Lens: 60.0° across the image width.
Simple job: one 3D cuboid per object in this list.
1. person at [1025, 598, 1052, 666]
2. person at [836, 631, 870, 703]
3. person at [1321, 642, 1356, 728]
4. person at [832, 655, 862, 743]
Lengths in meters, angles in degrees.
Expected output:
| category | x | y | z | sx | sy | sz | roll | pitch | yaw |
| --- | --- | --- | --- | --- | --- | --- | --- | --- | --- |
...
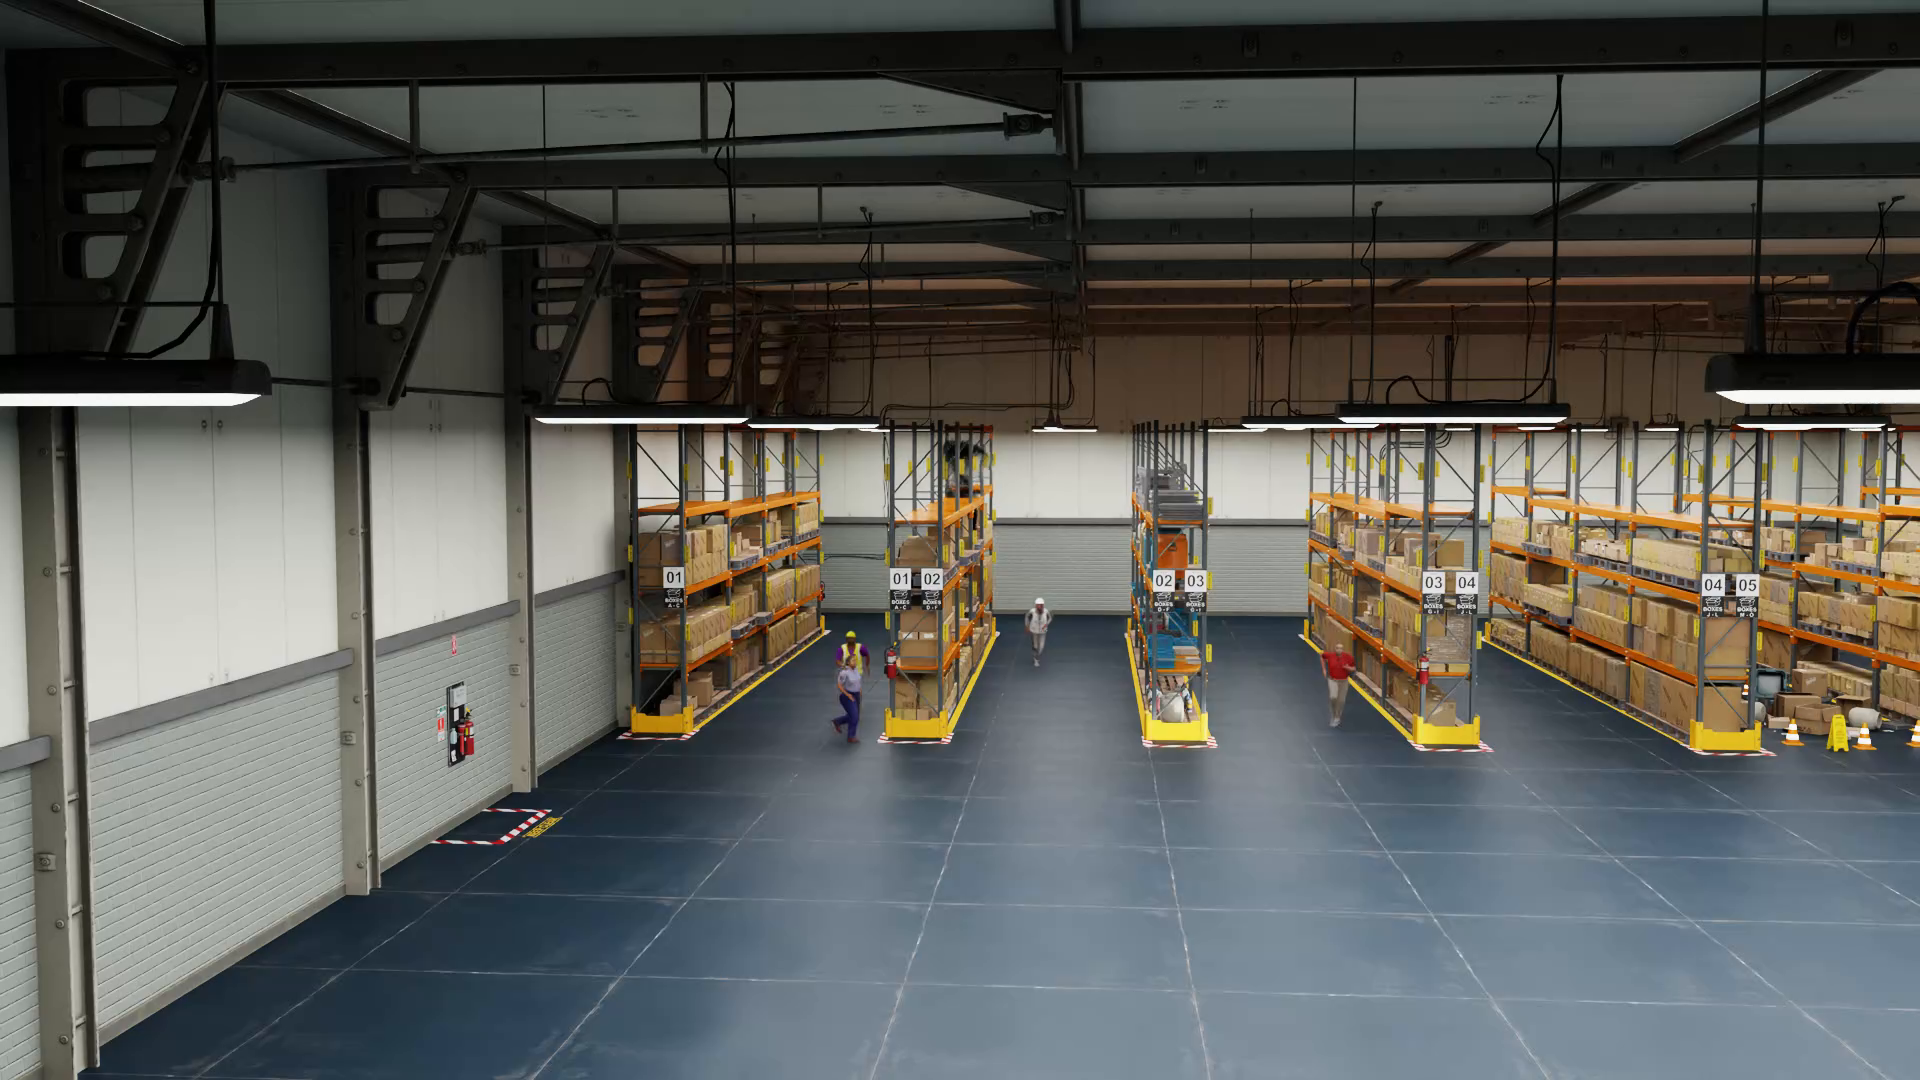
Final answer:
| category | x | y | z | sx | sy | sz | roll | pitch | yaw |
| --- | --- | --- | --- | --- | --- | --- | --- | --- | --- |
| person | 1.942 | 2.280 | 41.257 | 0.650 | 1.706 | 0.738 | -1 | 4 | -8 |
| person | -2.192 | 2.708 | 33.834 | 0.682 | 1.716 | 0.700 | 0 | 4 | 2 |
| person | 7.403 | 2.825 | 32.565 | 0.646 | 1.702 | 0.938 | 0 | 4 | 6 |
| person | -2.131 | 2.962 | 31.080 | 0.661 | 1.645 | 0.606 | 2 | 4 | 30 |
